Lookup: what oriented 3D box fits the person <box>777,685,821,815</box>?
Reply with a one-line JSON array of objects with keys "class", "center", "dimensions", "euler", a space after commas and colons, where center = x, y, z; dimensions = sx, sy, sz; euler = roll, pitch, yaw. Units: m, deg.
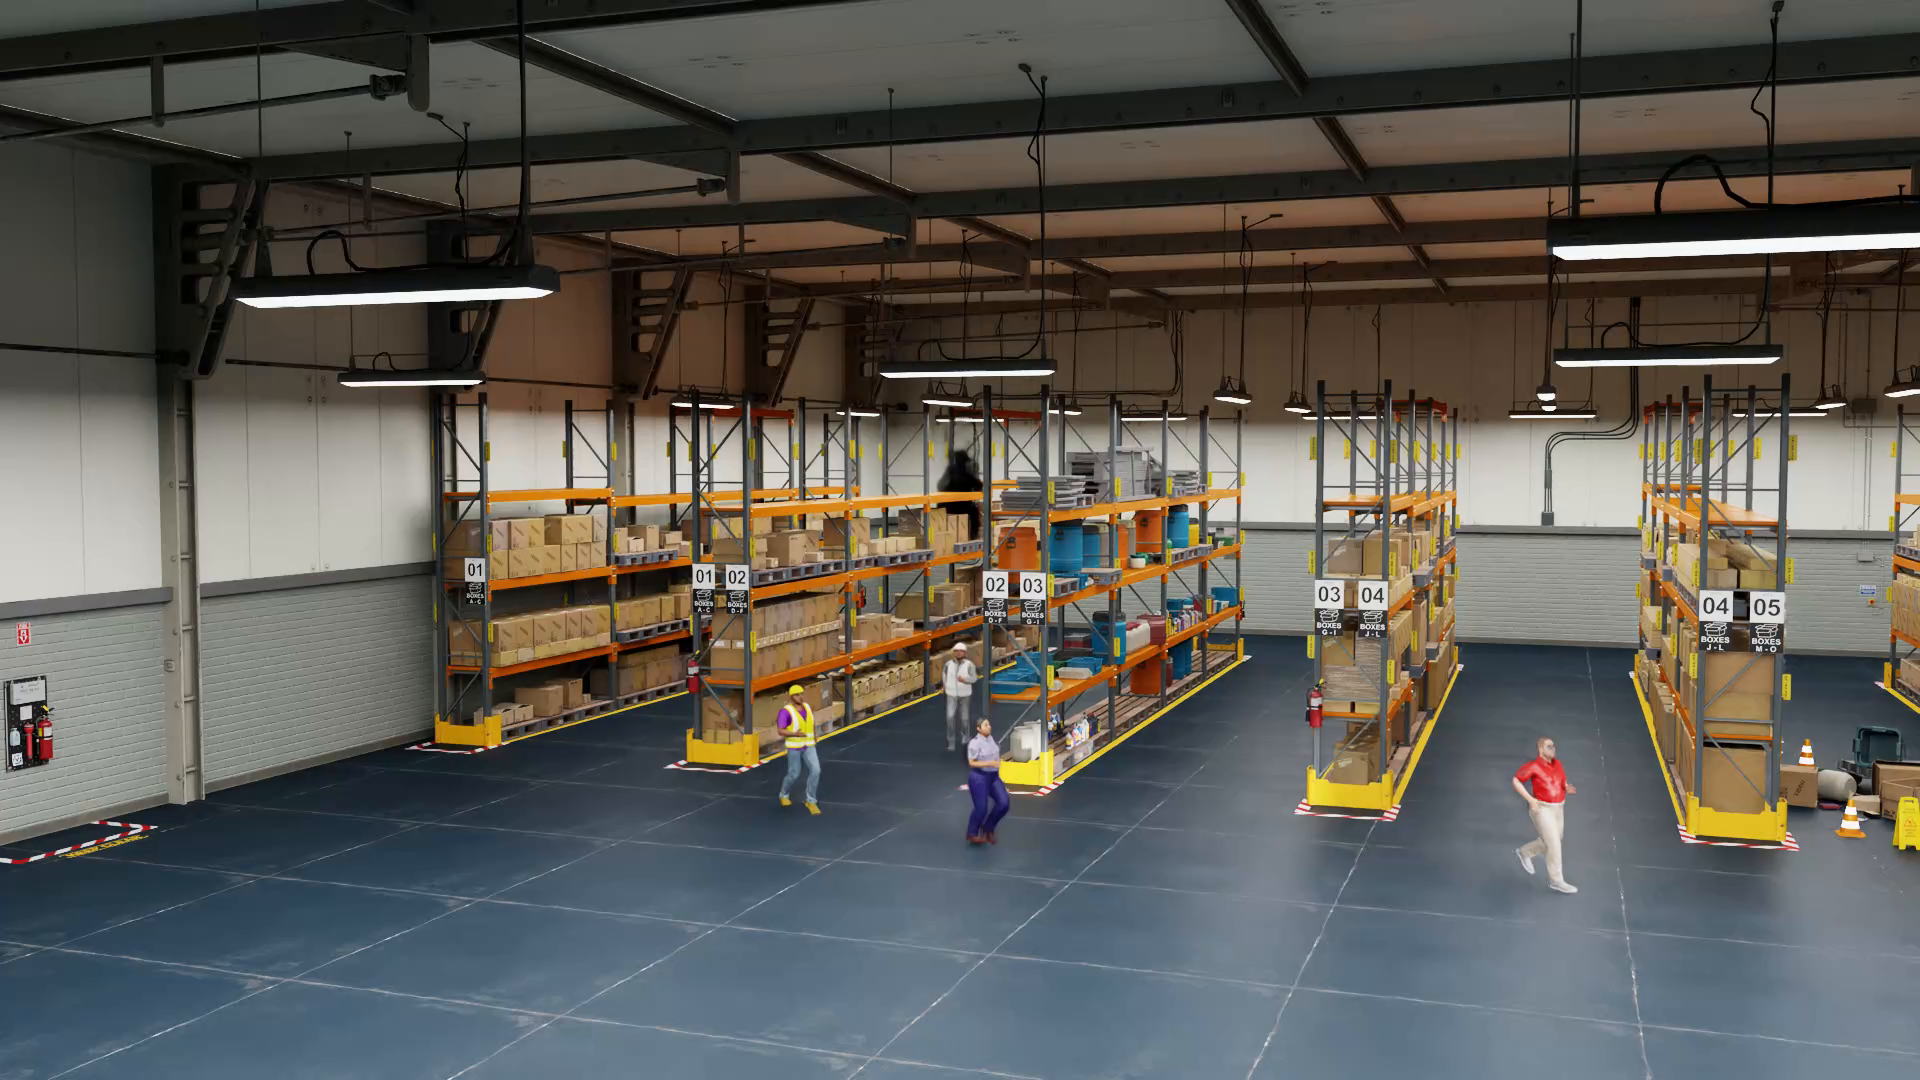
[{"class": "person", "center": [-2.228, 2.904, 23.139], "dimensions": [0.702, 1.798, 0.804], "euler": [-2, 4, -35]}]

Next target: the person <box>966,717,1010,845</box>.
[{"class": "person", "center": [0.351, 3.069, 21.085], "dimensions": [0.632, 1.649, 0.589], "euler": [3, 4, 43]}]

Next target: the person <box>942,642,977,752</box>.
[{"class": "person", "center": [-0.018, 2.635, 27.910], "dimensions": [0.626, 1.834, 0.758], "euler": [0, 3, 7]}]

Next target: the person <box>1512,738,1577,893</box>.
[{"class": "person", "center": [6.729, 3.119, 19.112], "dimensions": [0.673, 1.698, 0.943], "euler": [-2, 4, -31]}]
